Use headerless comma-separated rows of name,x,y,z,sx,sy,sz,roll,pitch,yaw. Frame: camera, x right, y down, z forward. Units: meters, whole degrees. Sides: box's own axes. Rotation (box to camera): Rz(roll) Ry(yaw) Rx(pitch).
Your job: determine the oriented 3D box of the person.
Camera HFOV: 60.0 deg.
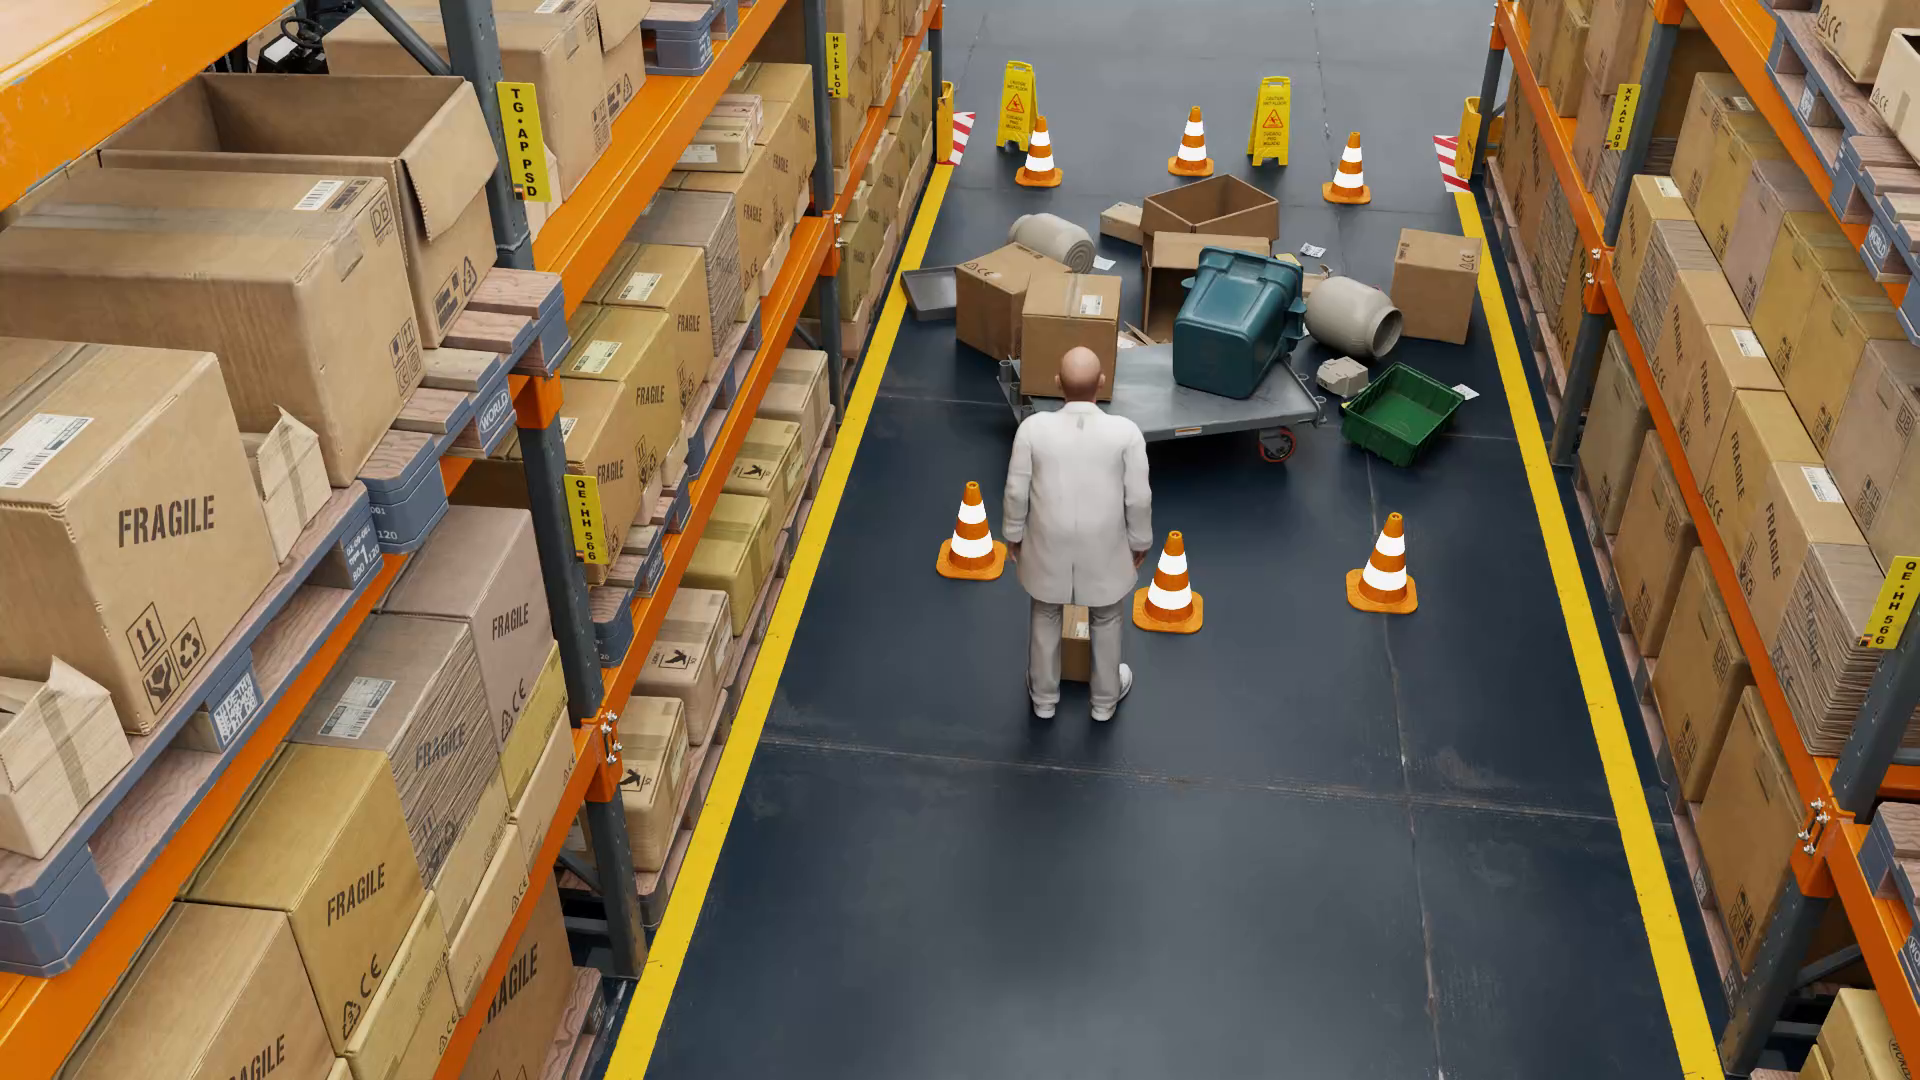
person,0.496,0.001,7.055,0.640,1.773,0.426,4,36,6
